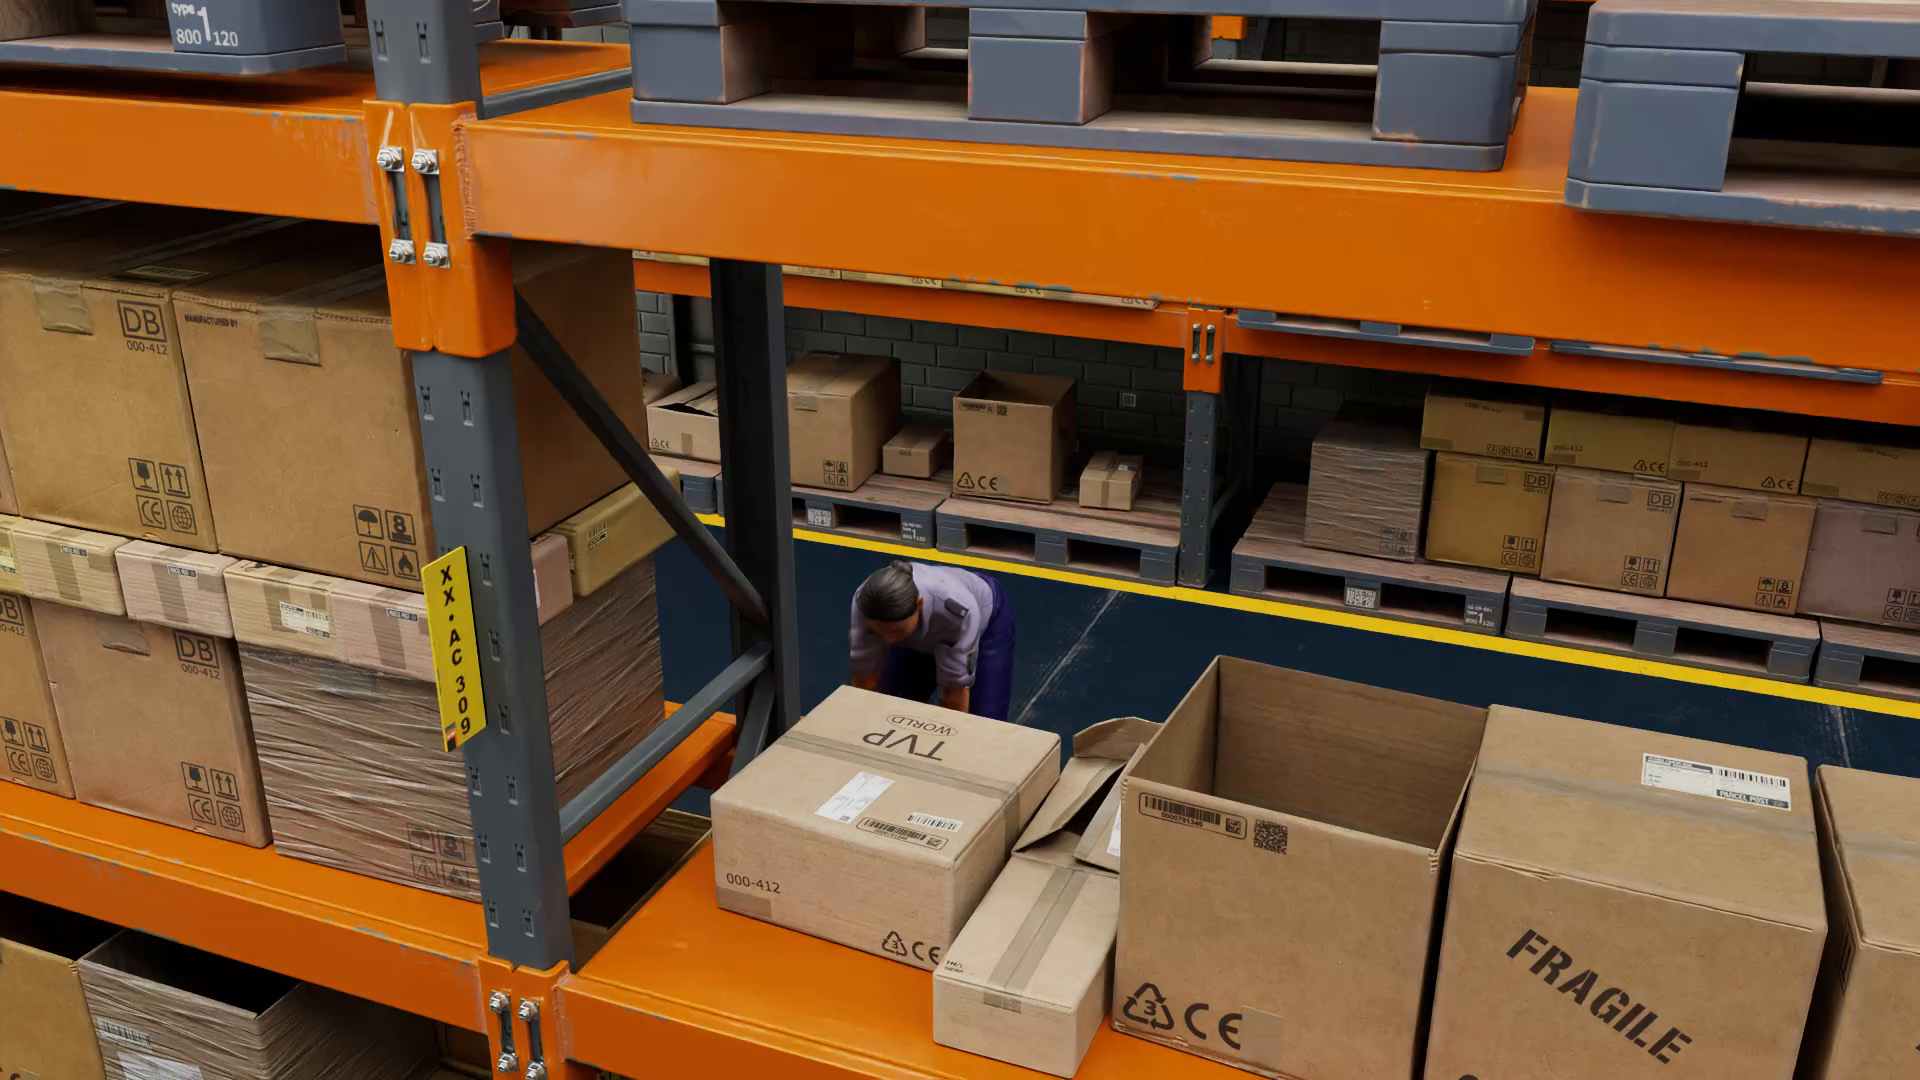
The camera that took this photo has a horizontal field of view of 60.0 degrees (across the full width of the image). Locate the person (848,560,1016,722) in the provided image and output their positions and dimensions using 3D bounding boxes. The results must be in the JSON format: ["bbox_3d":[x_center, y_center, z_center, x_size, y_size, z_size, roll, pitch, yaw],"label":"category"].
[{"bbox_3d":[-0.107,0.542,5.332,0.475,1.249,0.844,8,24,18],"label":"person"}]
